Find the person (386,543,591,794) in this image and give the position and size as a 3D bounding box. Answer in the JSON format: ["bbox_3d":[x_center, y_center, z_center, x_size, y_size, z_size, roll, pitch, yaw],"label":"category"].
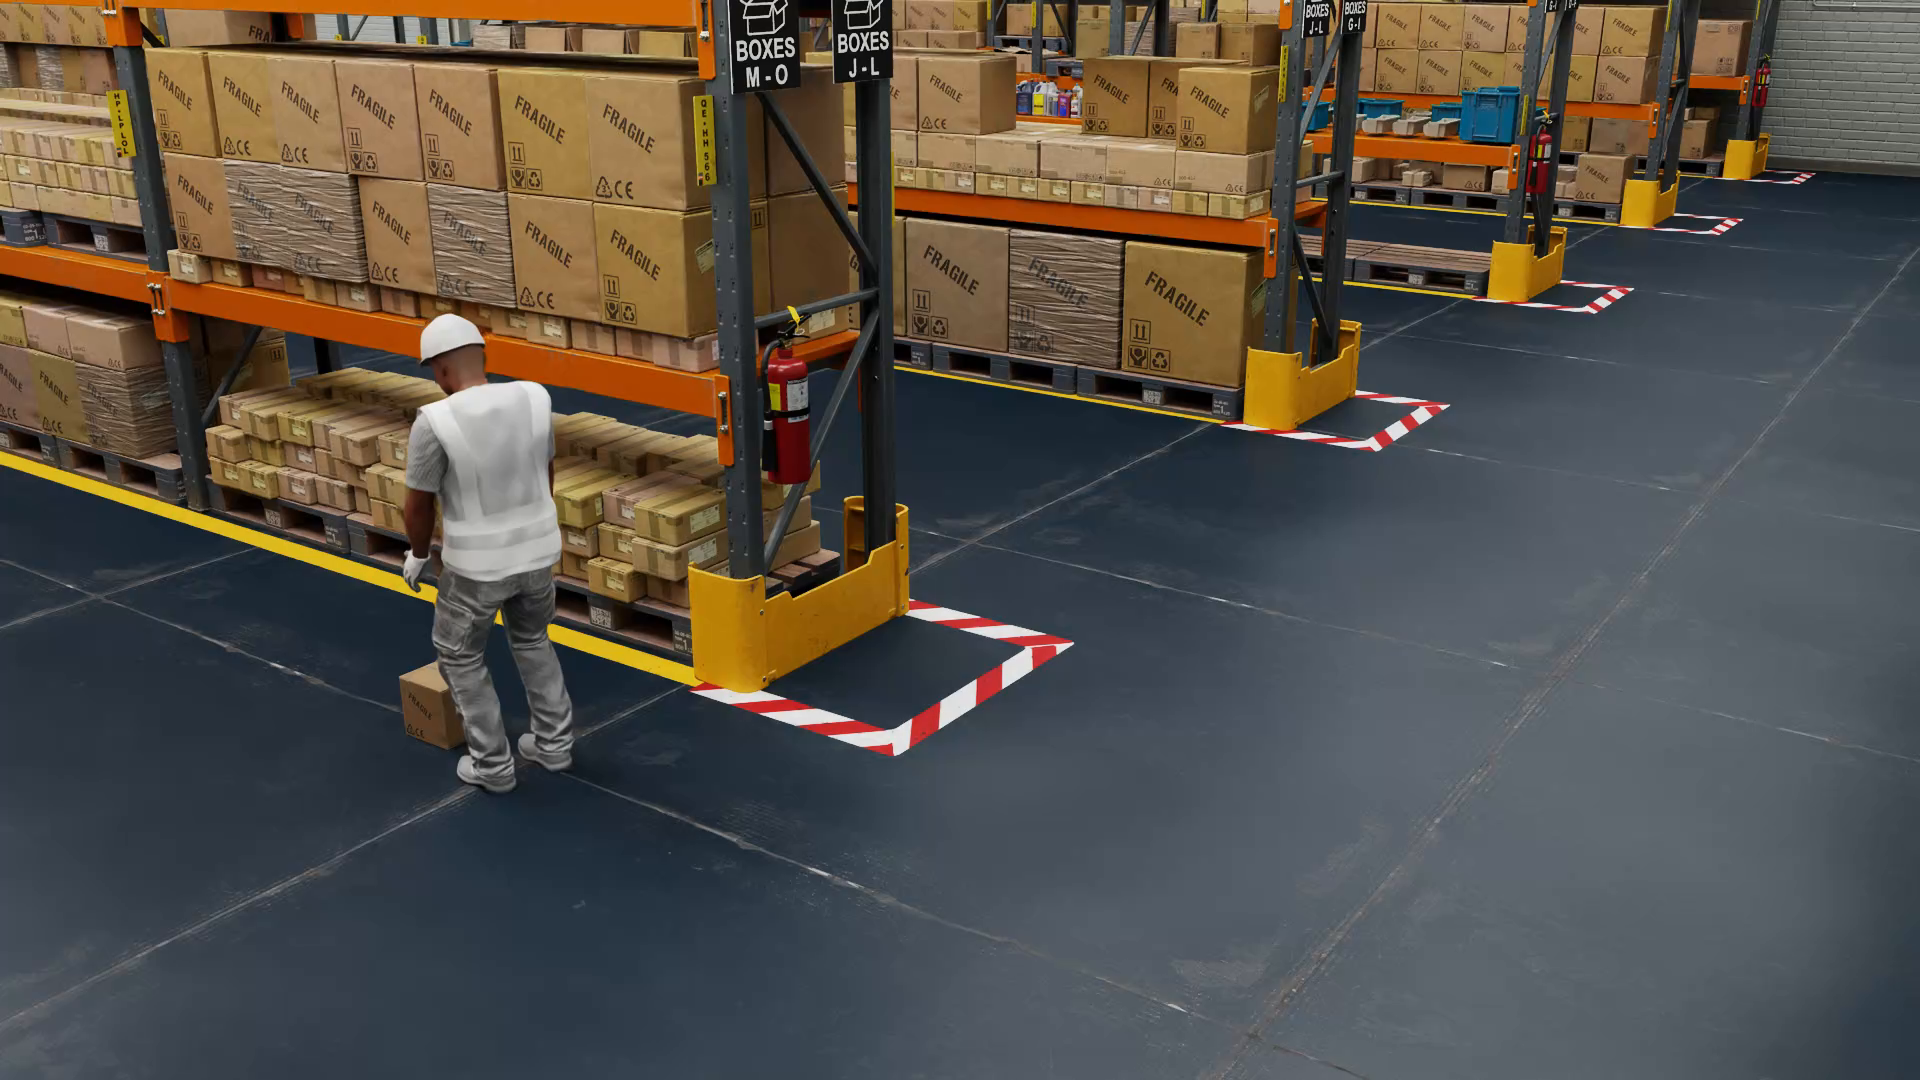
[{"bbox_3d":[-1.803,0.504,6.234,0.952,0.862,0.558,18,26,41],"label":"person"}]
